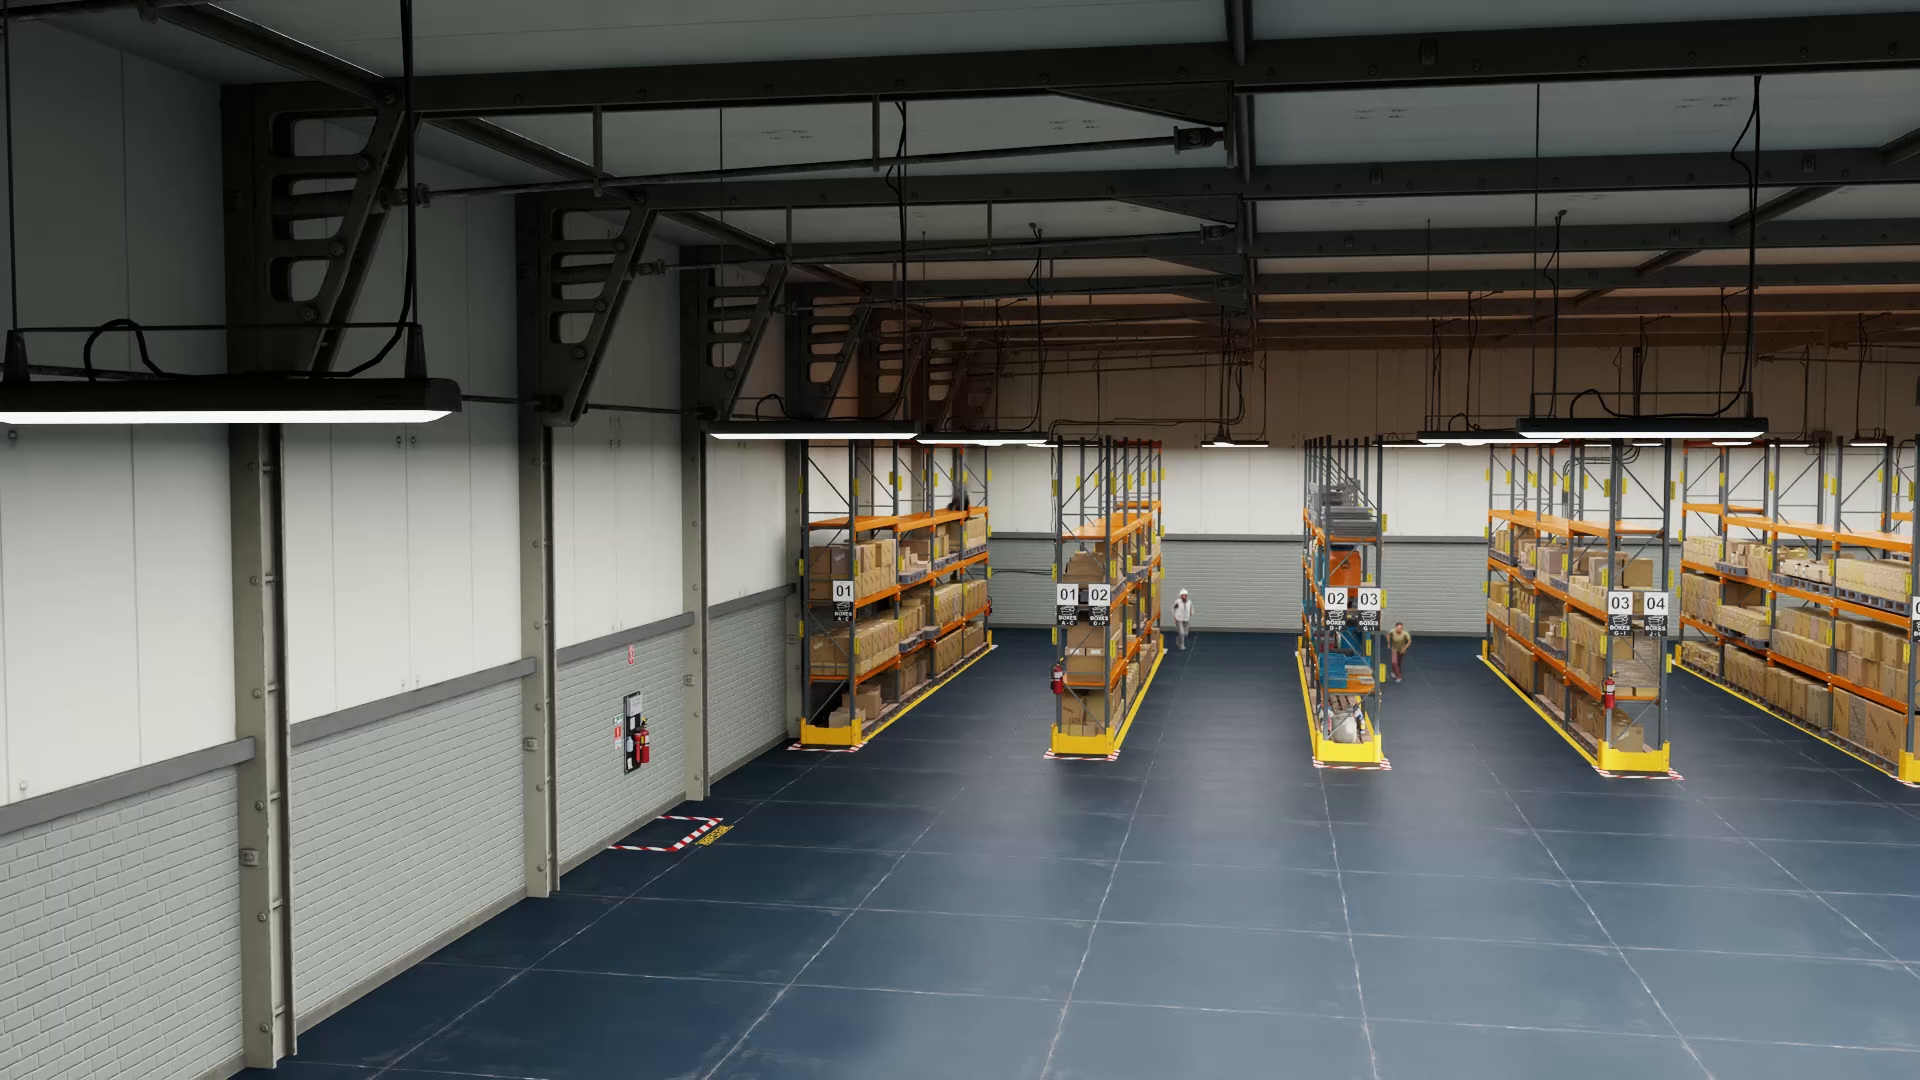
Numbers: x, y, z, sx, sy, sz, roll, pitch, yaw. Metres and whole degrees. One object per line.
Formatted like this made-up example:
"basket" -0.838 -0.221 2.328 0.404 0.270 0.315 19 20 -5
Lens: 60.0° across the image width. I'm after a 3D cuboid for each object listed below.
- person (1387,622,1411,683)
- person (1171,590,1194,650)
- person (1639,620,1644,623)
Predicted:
"person" 10.867 2.742 41.186 0.574 1.522 0.988 1 3 13
"person" 6.392 2.289 47.733 0.651 1.739 0.822 -1 3 -17
"person" 17.681 2.624 42.819 0.541 1.597 0.686 0 3 7
